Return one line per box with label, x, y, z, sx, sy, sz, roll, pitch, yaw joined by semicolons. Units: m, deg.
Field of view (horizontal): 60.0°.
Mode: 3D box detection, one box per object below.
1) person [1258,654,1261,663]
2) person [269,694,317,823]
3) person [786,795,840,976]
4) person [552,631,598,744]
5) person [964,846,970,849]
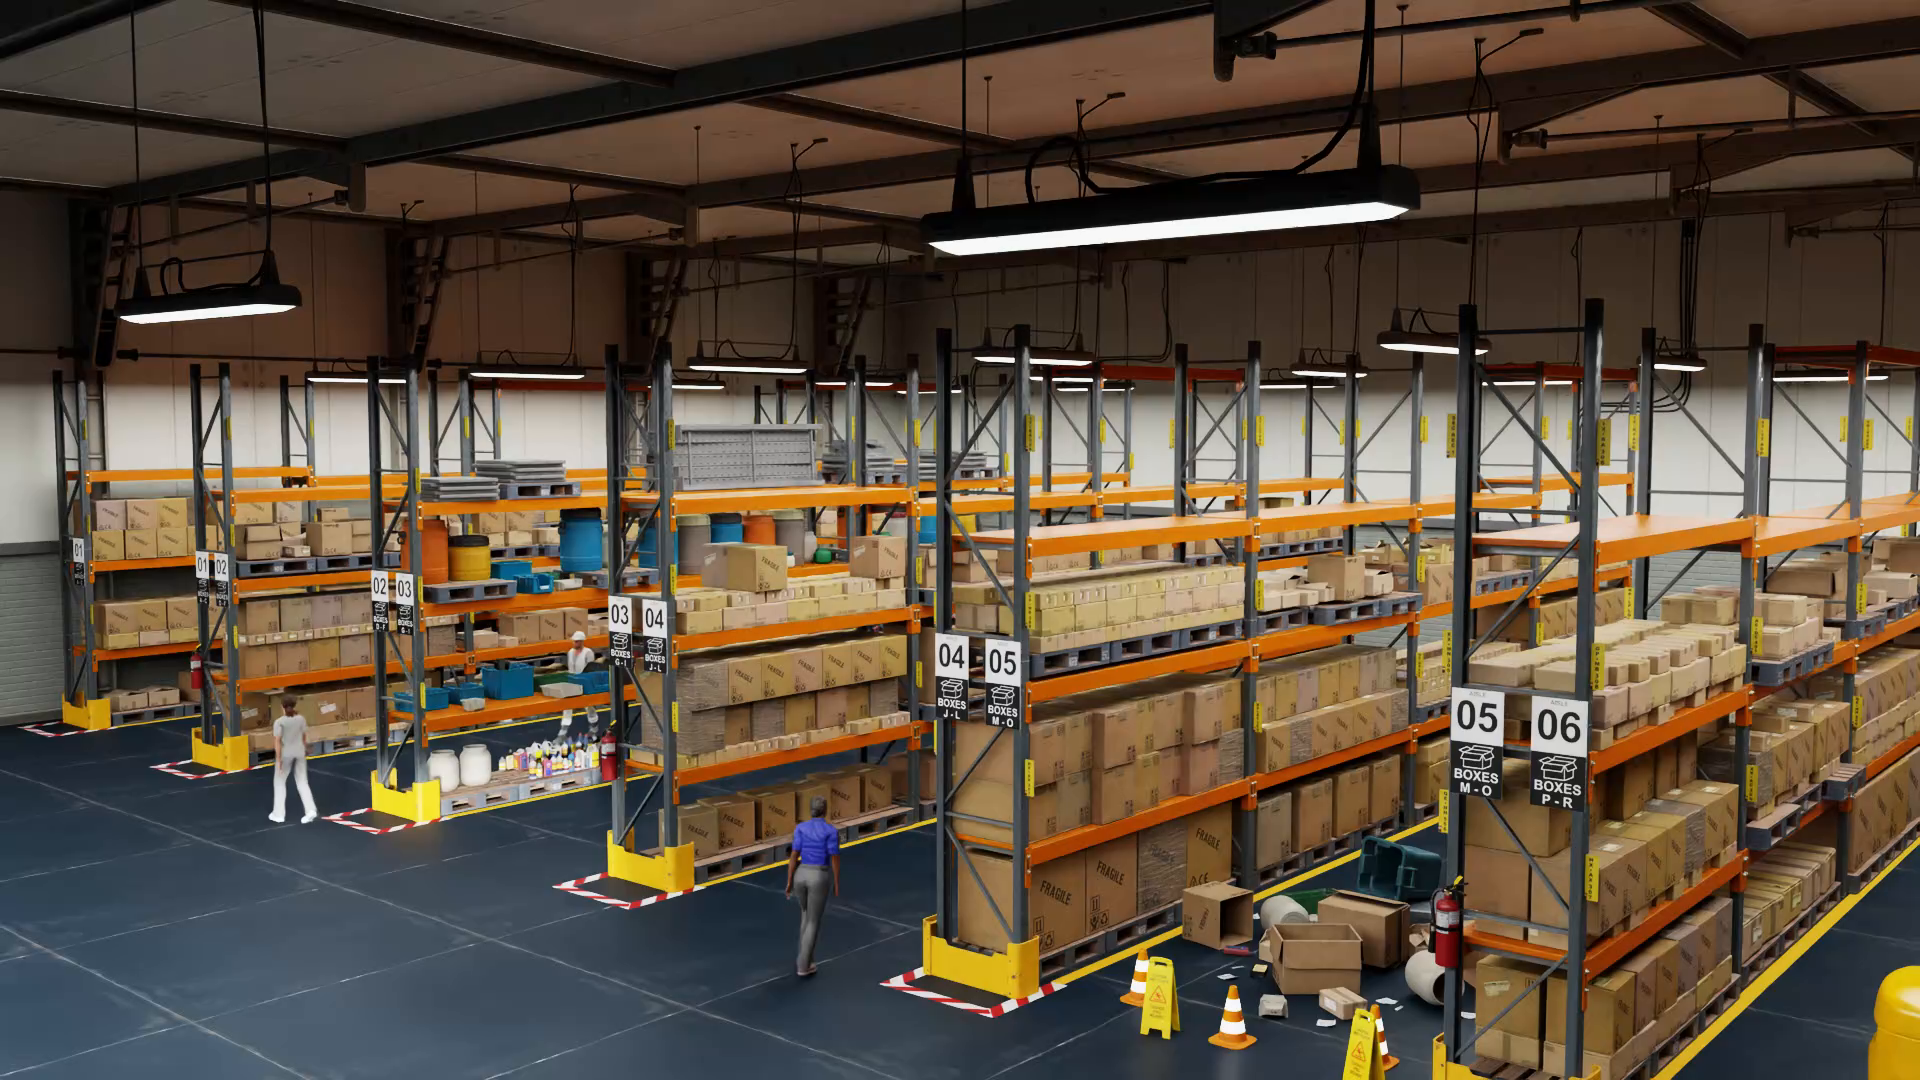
person;4.444;2.471;25.210;0.539;1.767;0.596;-3;5;-38
person;-8.546;2.796;21.259;0.435;1.656;0.810;-4;5;-41
person;-1.373;3.243;15.543;0.465;1.698;0.556;2;4;22
person;-6.144;2.348;26.714;0.552;1.765;0.871;1;4;18
person;0.295;2.901;19.131;0.617;1.768;0.821;3;5;39
